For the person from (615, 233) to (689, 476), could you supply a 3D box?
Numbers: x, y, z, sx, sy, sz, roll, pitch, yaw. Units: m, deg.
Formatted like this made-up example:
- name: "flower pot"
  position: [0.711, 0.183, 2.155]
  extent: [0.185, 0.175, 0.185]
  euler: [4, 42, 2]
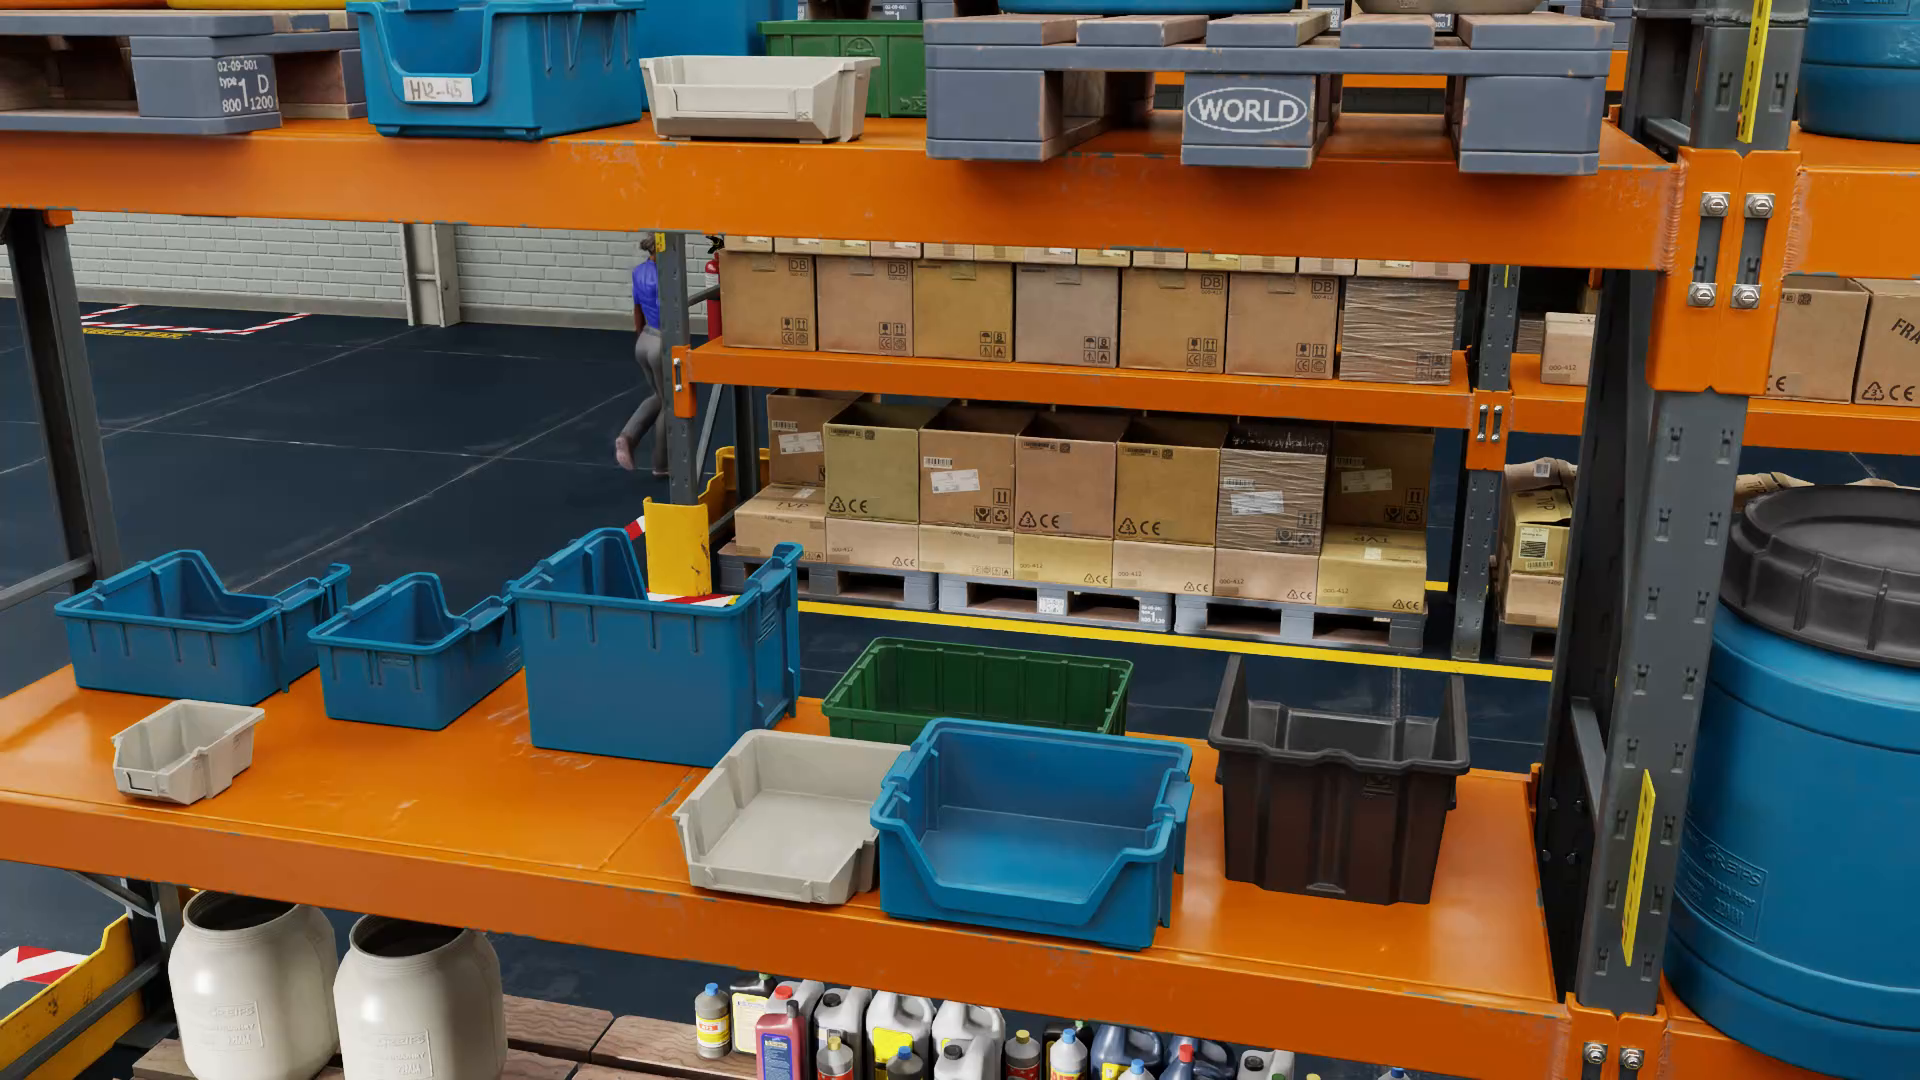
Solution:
- name: "person"
  position: [-1.914, -1.177, 10.542]
  extent: [0.508, 1.636, 0.520]
  euler: [-17, 25, -41]
